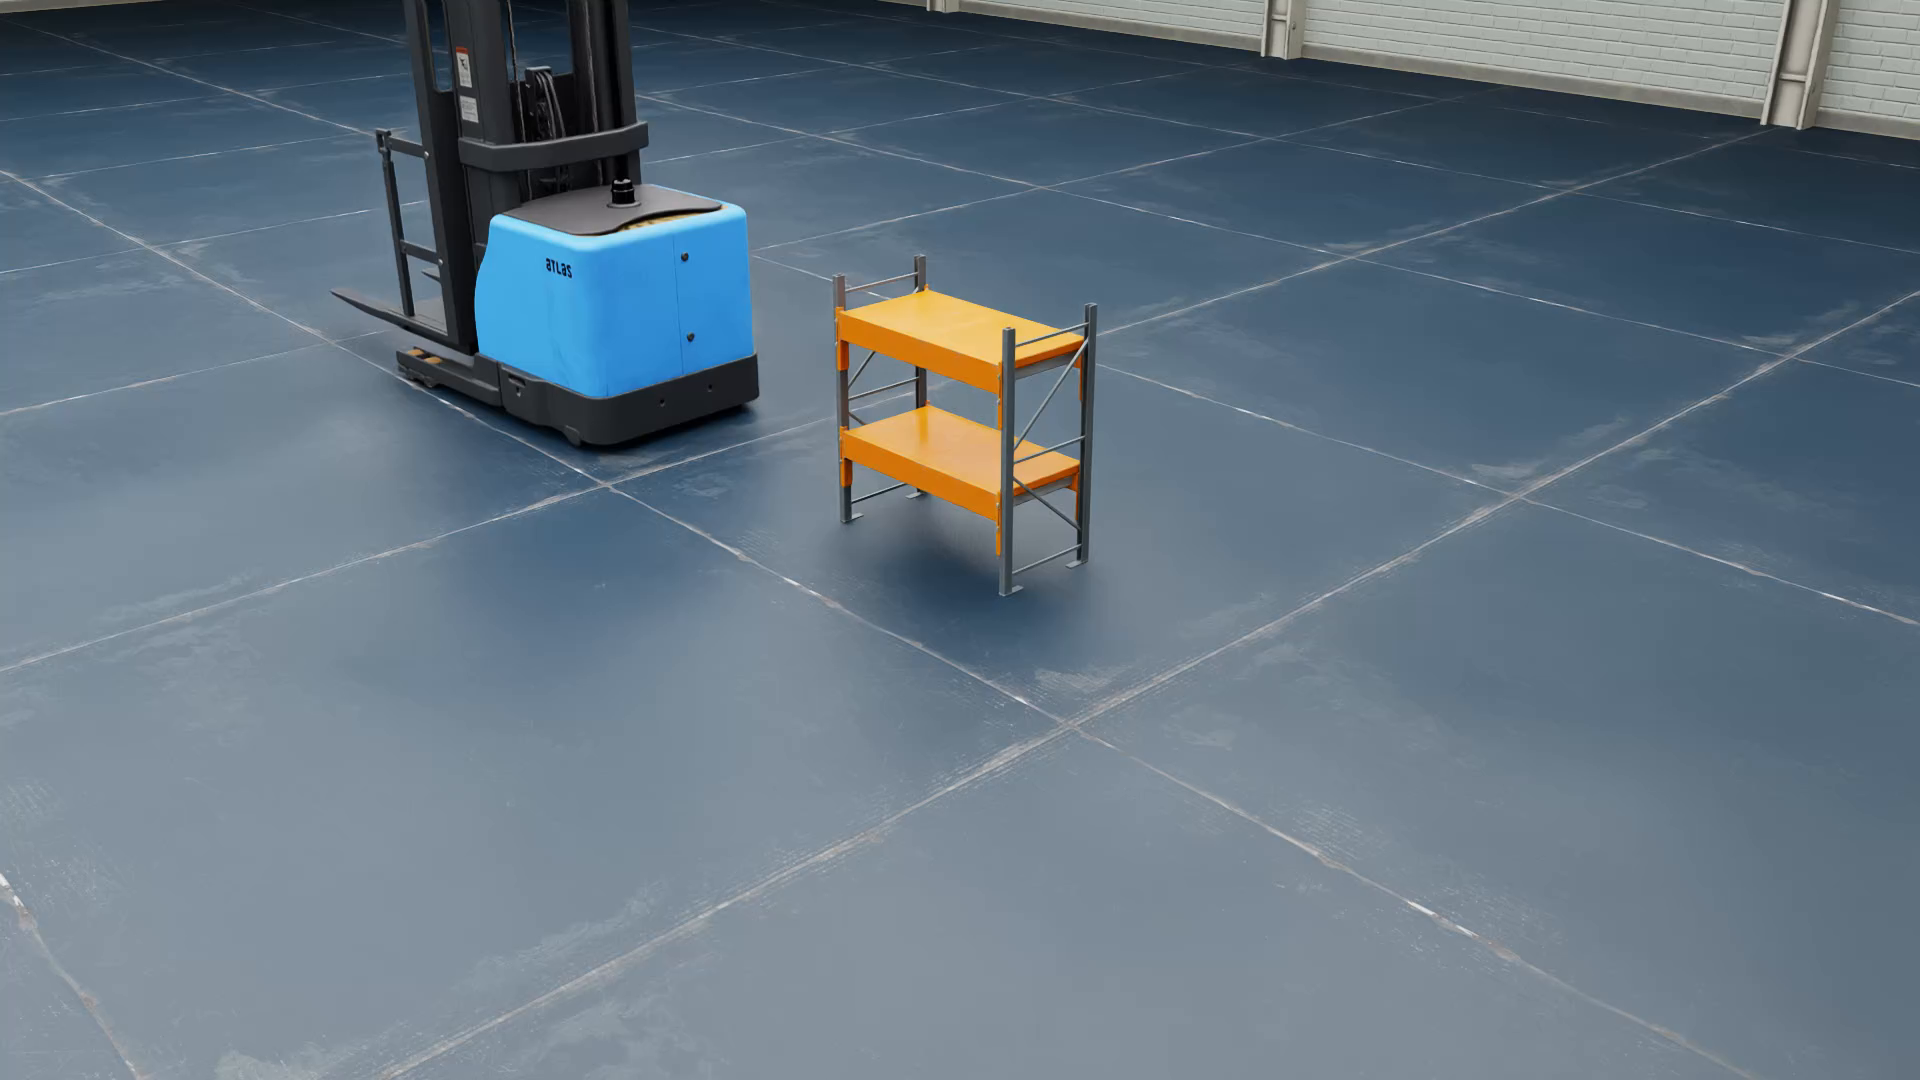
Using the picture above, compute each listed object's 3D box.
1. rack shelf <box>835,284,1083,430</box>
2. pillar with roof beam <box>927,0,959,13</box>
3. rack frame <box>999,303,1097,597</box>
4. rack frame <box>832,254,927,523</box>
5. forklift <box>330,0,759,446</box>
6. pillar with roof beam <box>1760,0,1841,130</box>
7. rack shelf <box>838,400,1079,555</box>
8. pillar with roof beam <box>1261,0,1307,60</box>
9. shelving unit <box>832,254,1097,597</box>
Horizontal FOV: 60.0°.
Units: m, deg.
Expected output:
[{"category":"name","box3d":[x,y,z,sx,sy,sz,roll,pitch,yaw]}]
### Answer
[{"category":"rack shelf","box3d":[0.005,-0.776,6.891,0.538,0.278,1.000,-21,32,-38]},{"category":"pillar with roof beam","box3d":[-3.379,-10.505,19.435,9.100,9.000,0.400,-21,32,-38]},{"category":"rack frame","box3d":[0.352,-0.356,6.674,0.500,1.125,0.032,-21,32,-38]},{"category":"rack frame","box3d":[-0.343,-0.664,7.350,0.500,1.125,0.032,-21,32,-38]},{"category":"forklift","box3d":[-2.468,-2.302,8.765,3.031,2.935,1.130,22,32,39]},{"category":"pillar with roof beam","box3d":[4.823,-6.869,11.466,9.100,9.000,0.400,-21,32,-38]},{"category":"rack shelf","box3d":[0.005,-0.287,7.114,0.538,0.278,1.000,-21,32,-38]},{"category":"pillar with roof beam","box3d":[0.722,-8.687,15.450,9.100,9.000,0.400,-21,32,-38]},{"category":"shelving unit","box3d":[0.005,-0.510,7.012,0.538,1.125,1.048,-21,32,-38]}]
